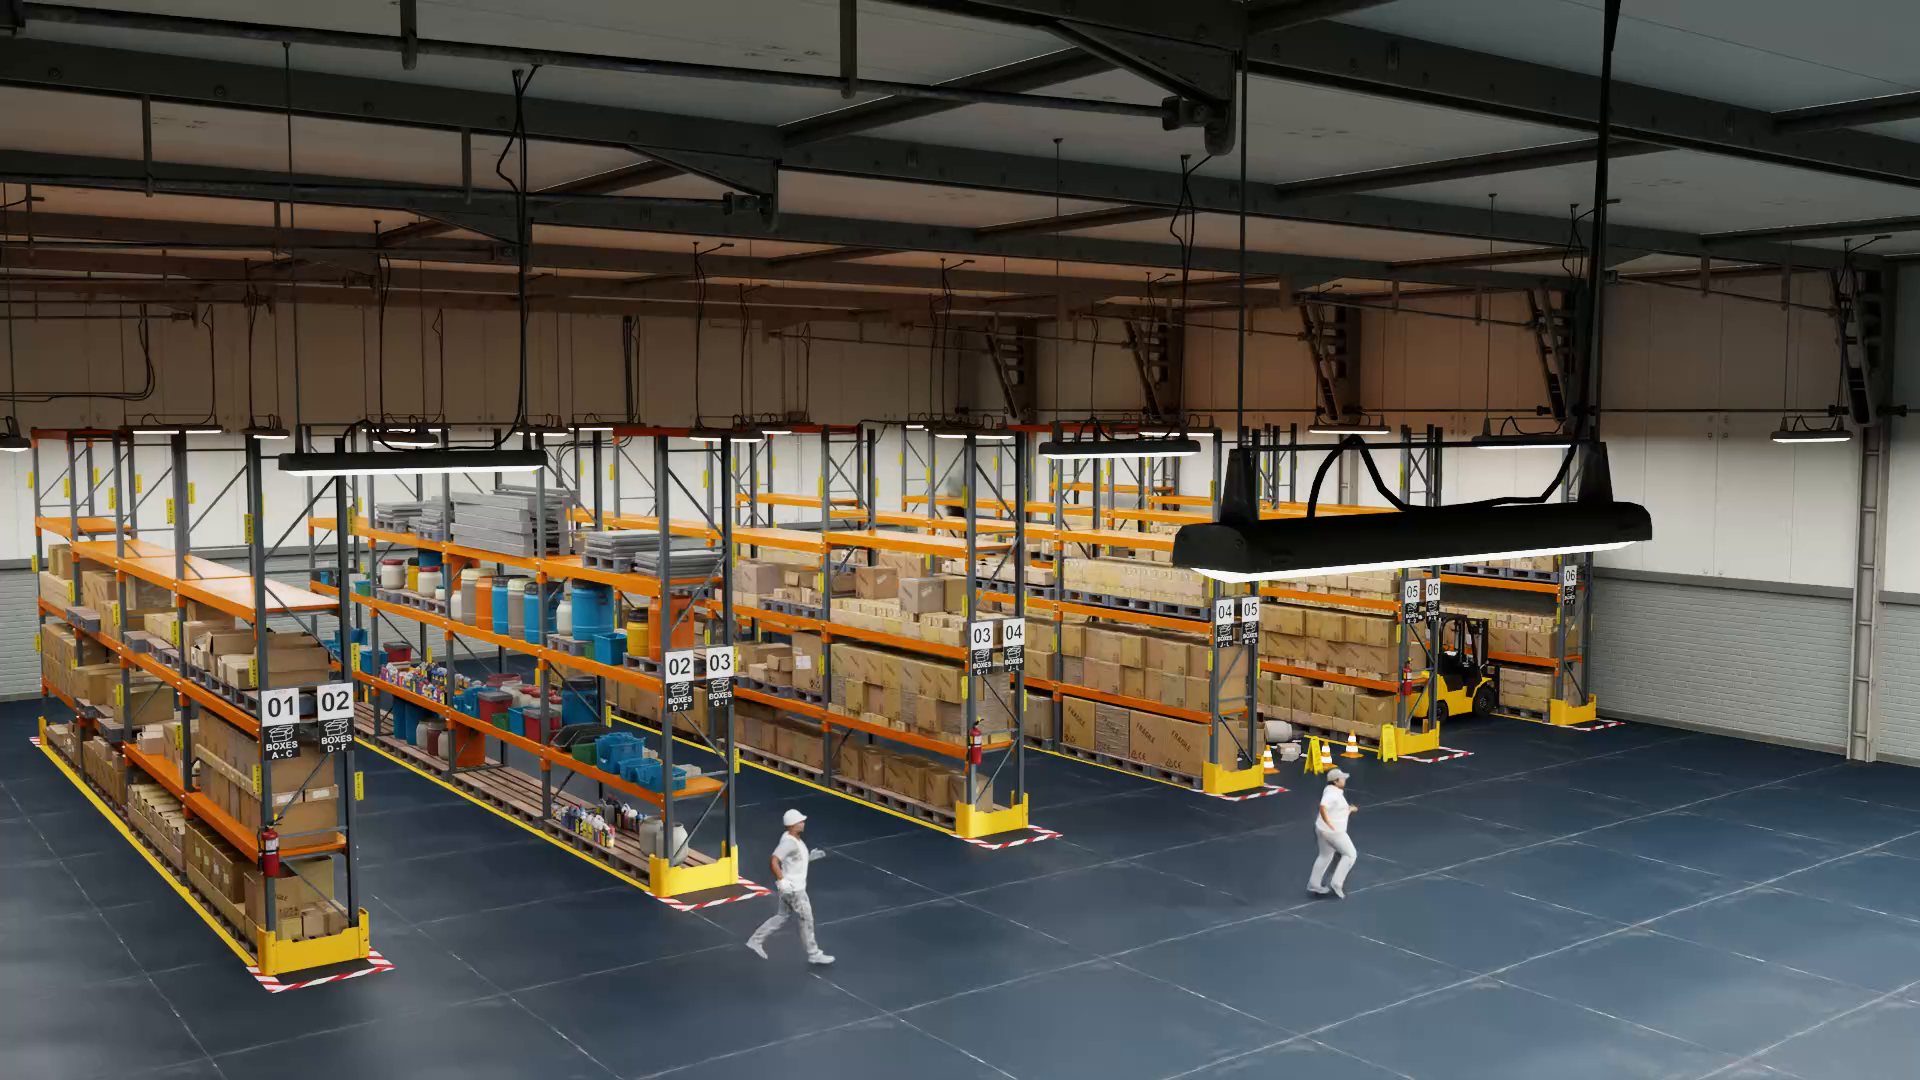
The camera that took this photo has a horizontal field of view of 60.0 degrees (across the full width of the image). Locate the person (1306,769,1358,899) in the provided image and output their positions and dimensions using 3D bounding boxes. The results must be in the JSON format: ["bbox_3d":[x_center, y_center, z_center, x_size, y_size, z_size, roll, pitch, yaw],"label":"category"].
[{"bbox_3d":[4.863,3.822,21.663,0.697,1.704,0.574,0,5,-6],"label":"person"}]

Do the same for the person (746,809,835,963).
[{"bbox_3d":[-1.924,3.926,18.825,1.004,1.769,0.683,-1,5,-11],"label":"person"}]

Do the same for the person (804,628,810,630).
[{"bbox_3d":[-3.172,2.690,35.161,0.695,1.746,0.705,-3,6,-37],"label":"person"}]
